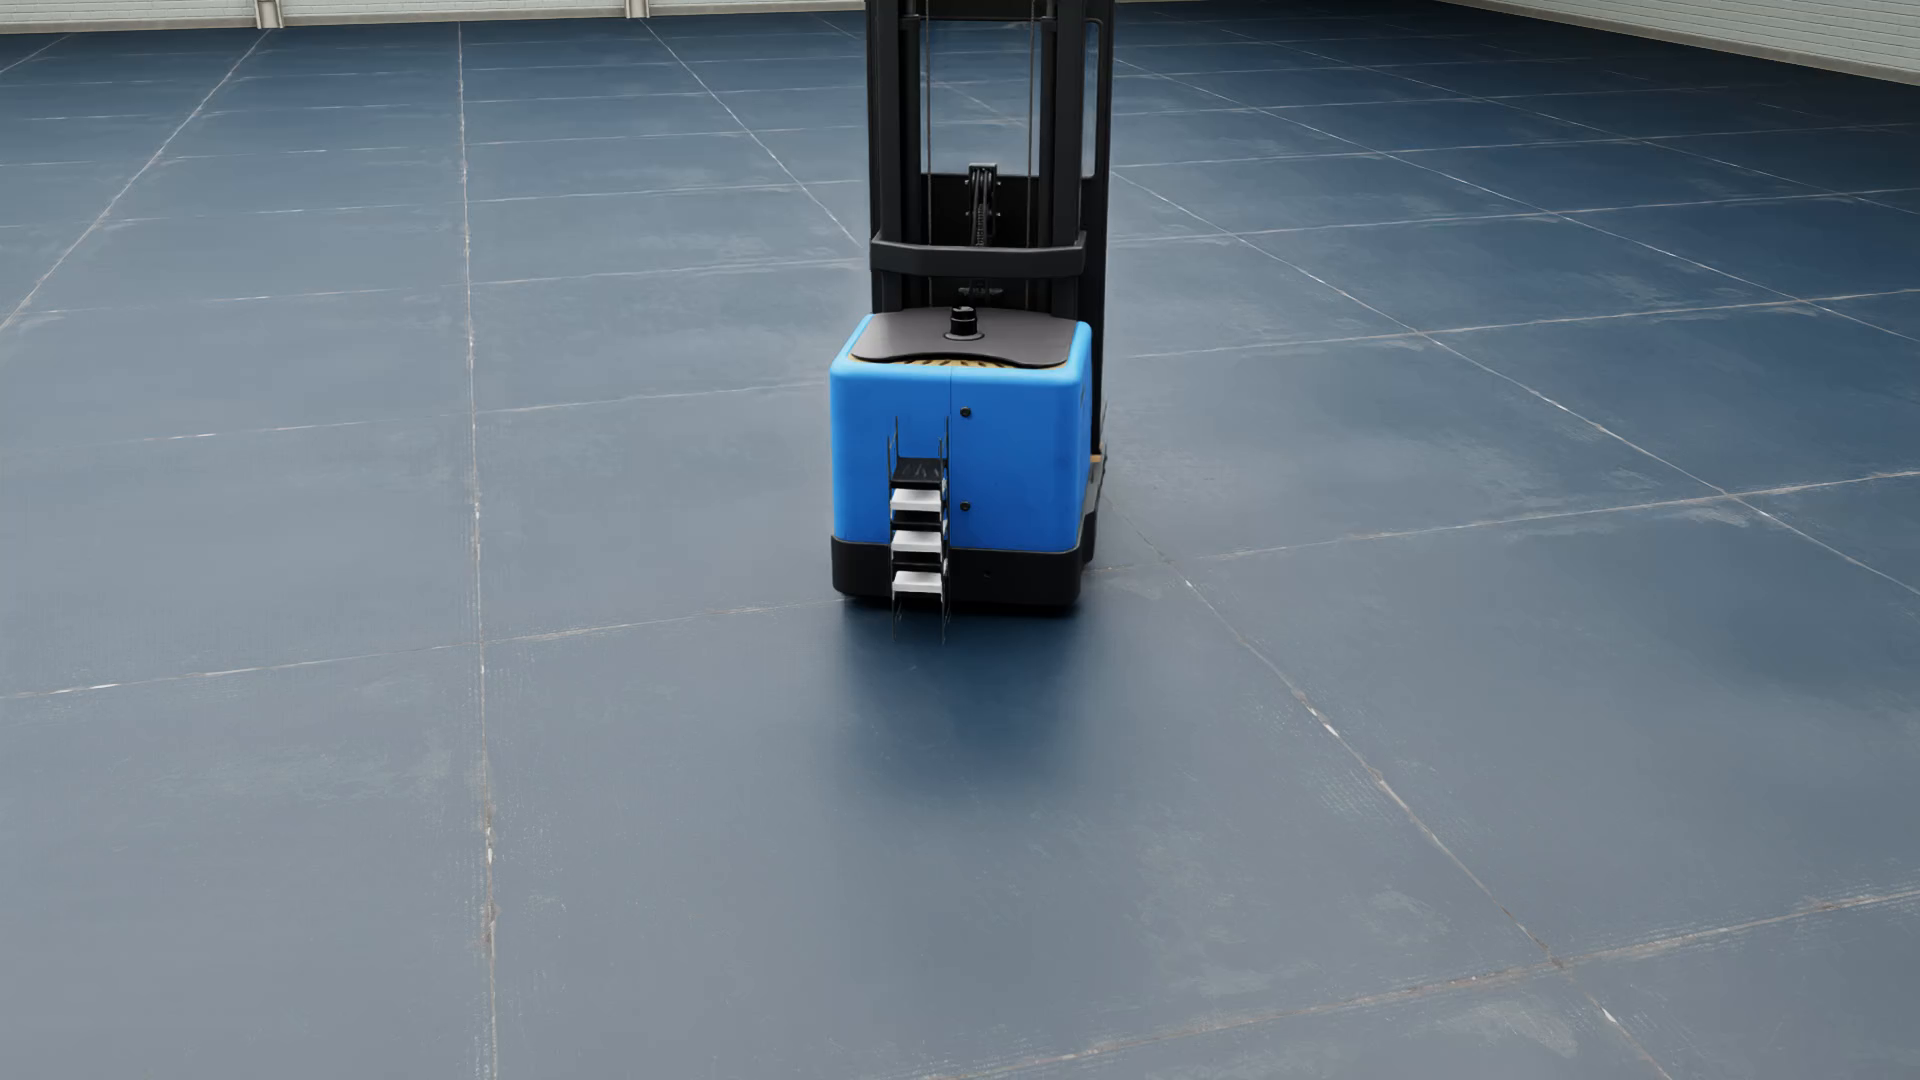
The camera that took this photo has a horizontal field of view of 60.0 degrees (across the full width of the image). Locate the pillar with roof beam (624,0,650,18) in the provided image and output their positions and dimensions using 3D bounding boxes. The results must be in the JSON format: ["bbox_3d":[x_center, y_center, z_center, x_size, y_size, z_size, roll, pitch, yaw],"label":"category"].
[{"bbox_3d":[-4.469,-11.636,23.455,0.400,9.000,9.100,-6,24,-14],"label":"pillar with roof beam"}]

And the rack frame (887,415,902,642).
[{"bbox_3d":[-0.261,-0.040,6.686,0.006,0.900,0.240,2,26,6],"label":"rack frame"}]

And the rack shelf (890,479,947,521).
[{"bbox_3d":[-0.160,-0.167,6.611,0.200,0.077,0.258,2,26,6],"label":"rack shelf"}]

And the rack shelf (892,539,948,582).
[{"bbox_3d":[-0.159,0.075,6.729,0.200,0.077,0.258,2,26,6],"label":"rack shelf"}]

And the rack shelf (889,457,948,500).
[{"bbox_3d":[-0.161,-0.248,6.572,0.200,0.077,0.258,2,26,6],"label":"rack shelf"}]

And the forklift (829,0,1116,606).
[{"bbox_3d":[0.164,-1.619,7.806,1.130,2.935,3.031,3,23,7],"label":"forklift"}]

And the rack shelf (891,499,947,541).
[{"bbox_3d":[-0.160,-0.086,6.651,0.200,0.077,0.258,2,26,6],"label":"rack shelf"}]

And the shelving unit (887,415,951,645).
[{"bbox_3d":[-0.160,-0.035,6.675,0.210,0.900,0.258,2,26,6],"label":"shelving unit"}]

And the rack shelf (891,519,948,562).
[{"bbox_3d":[-0.159,-0.006,6.690,0.200,0.077,0.258,2,26,6],"label":"rack shelf"}]

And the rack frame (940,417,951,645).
[{"bbox_3d":[-0.058,-0.031,6.665,0.006,0.900,0.240,2,26,6],"label":"rack frame"}]

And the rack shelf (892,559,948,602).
[{"bbox_3d":[-0.158,0.156,6.769,0.200,0.077,0.258,2,26,6],"label":"rack shelf"}]

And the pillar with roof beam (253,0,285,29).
[{"bbox_3d":[-10.246,-10.997,21.966,0.400,9.000,9.100,-6,24,-14],"label":"pillar with roof beam"}]
